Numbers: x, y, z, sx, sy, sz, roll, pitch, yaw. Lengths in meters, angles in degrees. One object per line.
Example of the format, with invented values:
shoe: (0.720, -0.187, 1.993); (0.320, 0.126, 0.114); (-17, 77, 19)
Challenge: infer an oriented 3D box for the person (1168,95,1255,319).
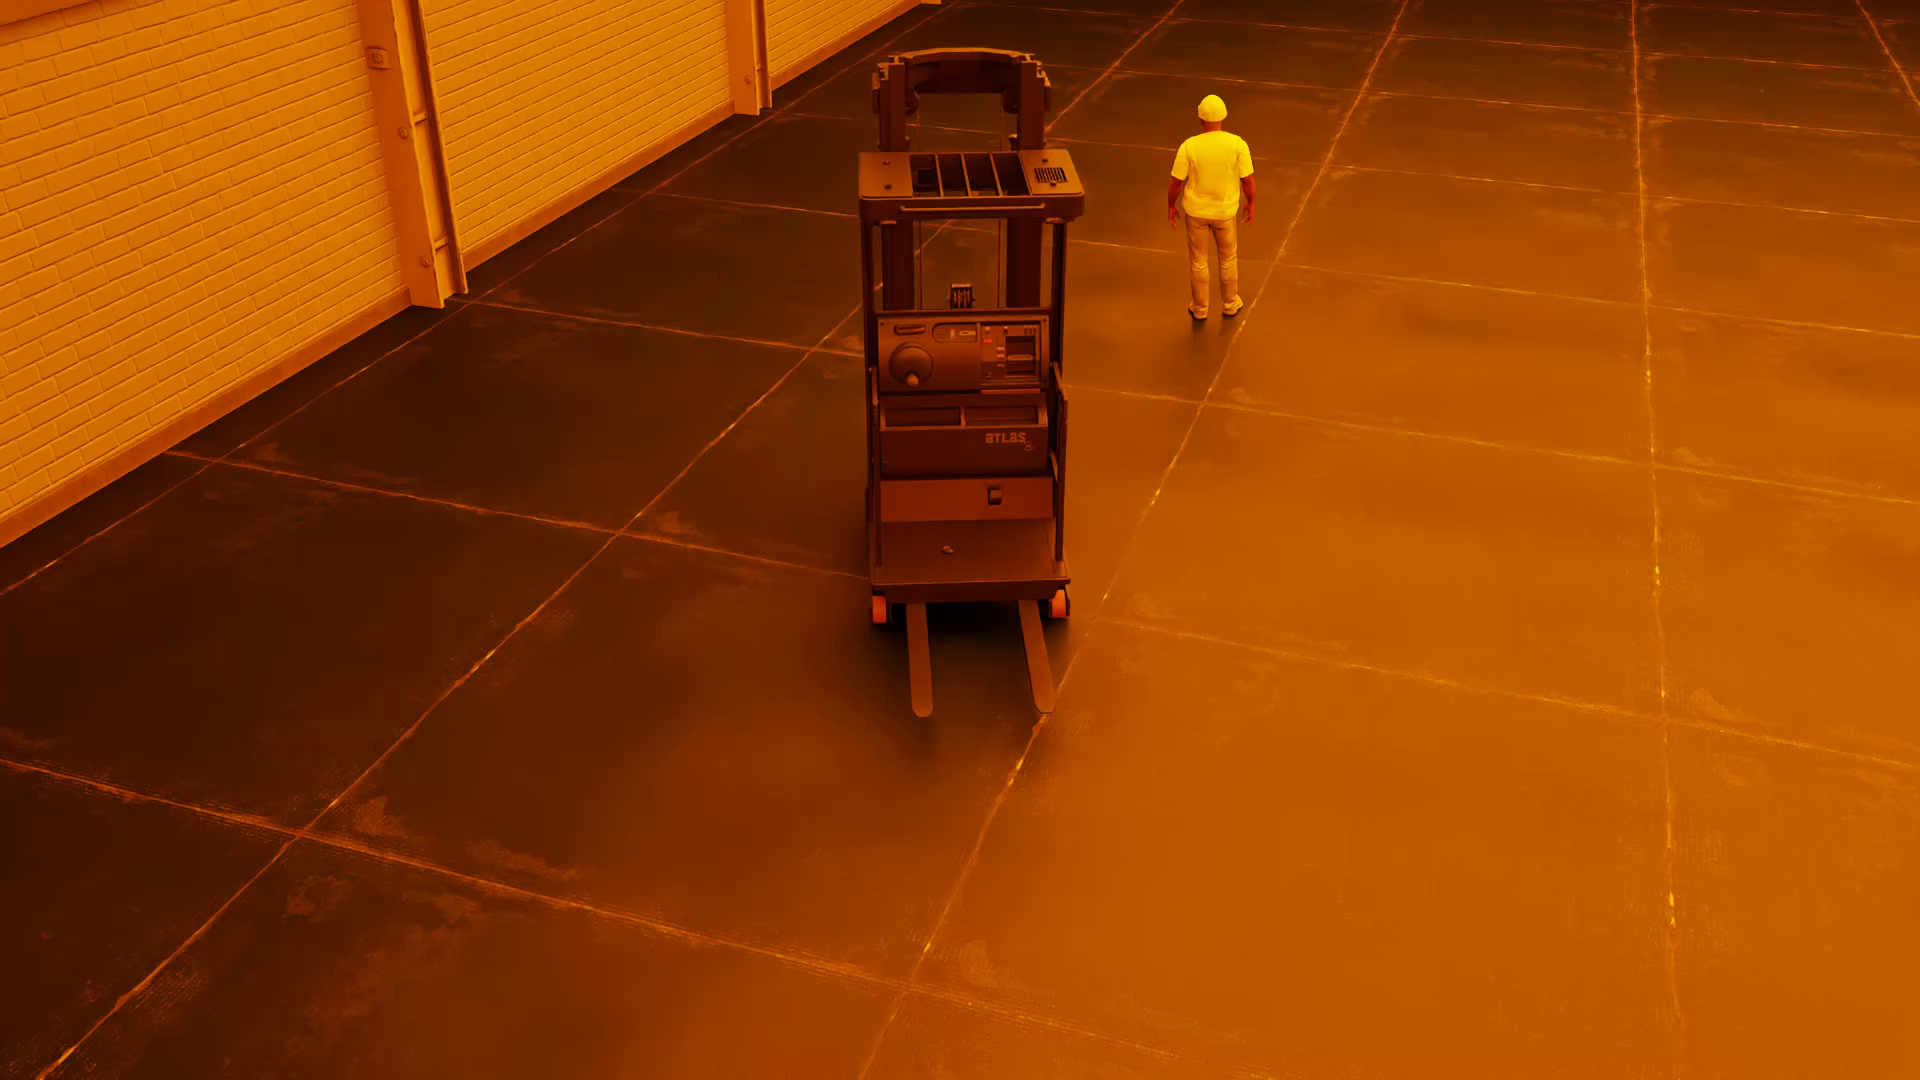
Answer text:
person: (1.932, -2.567, 12.807); (0.665, 1.760, 0.577); (4, 30, 6)

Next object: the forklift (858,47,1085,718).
forklift: (0.035, -0.972, 8.842); (1.130, 2.935, 3.031); (-2, 30, -3)
